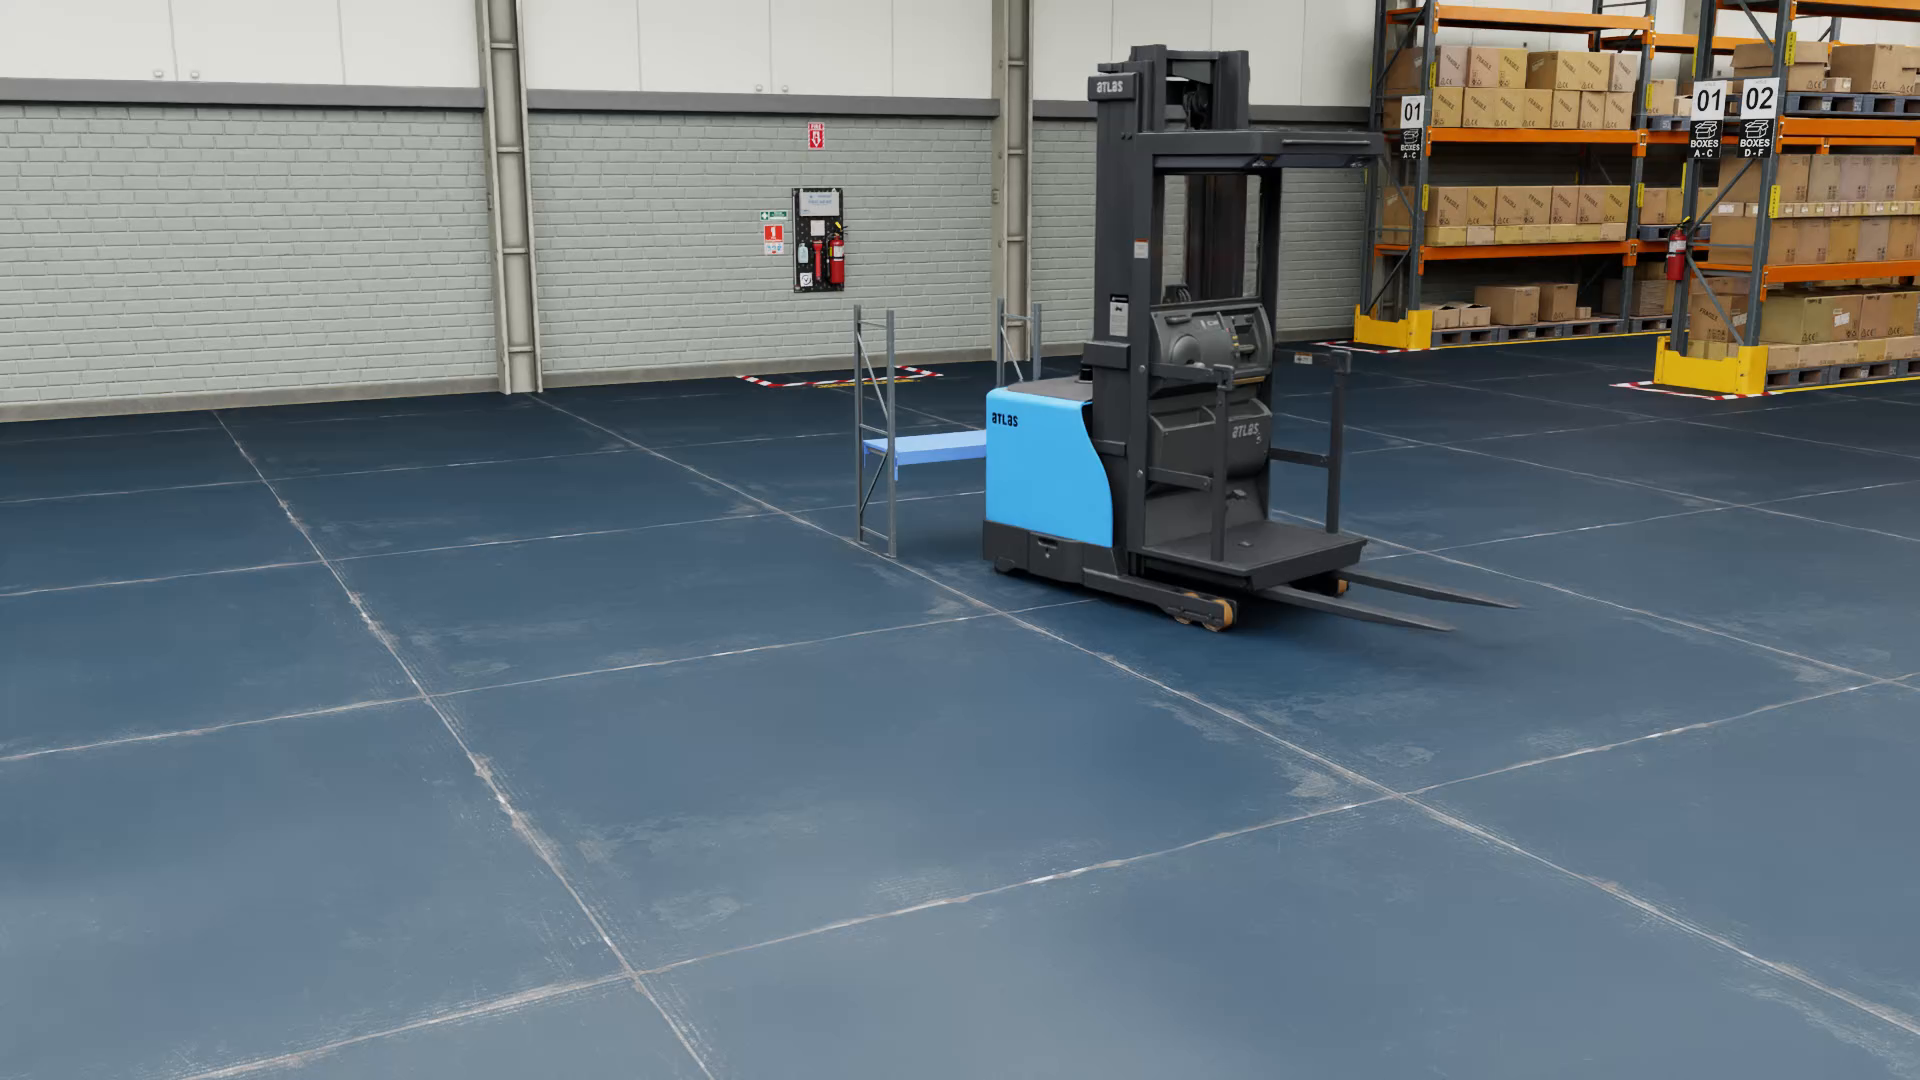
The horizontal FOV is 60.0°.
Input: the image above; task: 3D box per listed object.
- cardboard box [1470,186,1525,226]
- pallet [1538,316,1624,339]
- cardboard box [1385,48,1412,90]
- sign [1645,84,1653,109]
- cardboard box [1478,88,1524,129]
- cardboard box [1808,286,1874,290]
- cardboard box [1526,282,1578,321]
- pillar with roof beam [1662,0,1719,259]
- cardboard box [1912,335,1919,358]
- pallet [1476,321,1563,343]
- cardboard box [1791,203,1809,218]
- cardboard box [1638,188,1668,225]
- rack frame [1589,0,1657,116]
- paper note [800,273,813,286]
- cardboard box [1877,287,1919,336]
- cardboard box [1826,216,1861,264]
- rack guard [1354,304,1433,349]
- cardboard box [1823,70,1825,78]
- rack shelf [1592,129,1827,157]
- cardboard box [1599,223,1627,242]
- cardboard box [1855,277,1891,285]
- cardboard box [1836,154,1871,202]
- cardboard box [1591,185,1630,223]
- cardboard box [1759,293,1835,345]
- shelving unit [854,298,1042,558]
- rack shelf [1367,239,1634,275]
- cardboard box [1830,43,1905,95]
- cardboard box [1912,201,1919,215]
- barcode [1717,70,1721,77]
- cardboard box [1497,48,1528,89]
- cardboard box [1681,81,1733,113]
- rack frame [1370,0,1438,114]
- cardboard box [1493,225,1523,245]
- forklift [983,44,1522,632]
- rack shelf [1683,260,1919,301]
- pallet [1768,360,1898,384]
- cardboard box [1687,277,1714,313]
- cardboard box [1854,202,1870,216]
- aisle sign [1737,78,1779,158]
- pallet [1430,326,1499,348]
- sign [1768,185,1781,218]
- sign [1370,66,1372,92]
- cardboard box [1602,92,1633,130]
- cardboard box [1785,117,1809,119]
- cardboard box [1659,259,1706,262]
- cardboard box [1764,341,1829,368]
[{"bbox_3d":[7.143,-4.457,22.169,0.500,0.500,0.500,-7,15,-30],"label":"cardboard box"},{"bbox_3d":[8.624,-3.042,23.645,1.213,0.211,1.003,-7,14,-28],"label":"pallet"},{"bbox_3d":[5.938,-6.164,21.786,0.500,0.500,0.500,-6,14,-25],"label":"cardboard box"},{"bbox_3d":[9.463,-6.092,22.836,0.005,0.325,0.100,-7,14,-28],"label":"sign"},{"bbox_3d":[7.041,-5.673,21.879,0.500,0.500,0.500,-6,14,-25],"label":"cardboard box"},{"bbox_3d":[10.138,-2.661,19.200,0.500,0.500,0.500,-7,14,-28],"label":"cardboard box"},{"bbox_3d":[8.304,-3.358,23.390,0.500,0.500,0.500,-8,15,-32],"label":"cardboard box"},{"bbox_3d":[13.214,-7.028,21.341,0.400,9.000,9.100,-7,14,-28],"label":"pillar with roof beam"},{"bbox_3d":[10.827,-2.247,19.069,0.500,0.250,0.500,-7,14,-28],"label":"cardboard box"},{"bbox_3d":[7.551,-2.913,23.071,1.213,0.211,1.003,-7,14,-28],"label":"pallet"},{"bbox_3d":[8.740,-3.498,17.615,0.250,0.149,0.380,-7,15,-29],"label":"cardboard box"},{"bbox_3d":[9.659,-4.790,23.832,0.500,0.500,0.700,-7,14,-28],"label":"cardboard box"},{"bbox_3d":[9.196,-7.407,23.024,0.127,3.000,1.000,-7,14,-28],"label":"rack frame"},{"bbox_3d":[-1.757,-2.980,19.027,0.142,0.148,0.016,-7,14,-28],"label":"paper note"},{"bbox_3d":[10.826,-2.614,18.988,0.500,0.500,0.500,-7,14,-28],"label":"cardboard box"},{"bbox_3d":[9.375,-3.307,18.246,0.500,0.500,0.700,-7,14,-27],"label":"cardboard box"},{"bbox_3d":[5.752,-2.847,22.123,0.348,0.500,1.175,-7,14,-28],"label":"rack guard"},{"bbox_3d":[8.946,-4.940,17.963,0.500,0.250,0.500,-7,14,-28],"label":"cardboard box"},{"bbox_3d":[10.952,-5.803,24.367,4.000,0.370,1.077,-7,14,-28],"label":"rack shelf"},{"bbox_3d":[8.926,-4.308,23.216,0.500,0.250,0.500,-7,14,-28],"label":"cardboard box"},{"bbox_3d":[14.187,-4.200,26.378,0.750,0.750,0.750,-7,14,-28],"label":"cardboard box"},{"bbox_3d":[9.425,-3.948,18.138,0.500,0.500,0.700,-7,14,-28],"label":"cardboard box"},{"bbox_3d":[8.929,-4.673,23.129,0.500,0.500,0.500,-7,14,-28],"label":"cardboard box"},{"bbox_3d":[9.077,-2.400,18.042,0.500,0.500,0.500,-7,14,-28],"label":"cardboard box"},{"bbox_3d":[-0.075,-0.723,10.405,1.048,1.500,0.538,-7,14,-28],"label":"shelving unit"},{"bbox_3d":[7.441,-3.918,22.827,4.000,0.370,1.077,-7,14,-28],"label":"rack shelf"},{"bbox_3d":[9.651,-5.012,17.713,0.500,0.500,0.500,-7,14,-28],"label":"cardboard box"},{"bbox_3d":[10.543,-3.714,18.576,0.250,0.149,0.380,-7,14,-28],"label":"cardboard box"},{"bbox_3d":[8.096,-4.976,17.734,0.075,0.075,0.001,-7,14,-28],"label":"barcode"},{"bbox_3d":[7.049,-6.162,21.773,0.500,0.500,0.500,-6,14,-26],"label":"cardboard box"},{"bbox_3d":[10.797,-6.369,24.060,0.500,0.500,0.500,-7,15,-30],"label":"cardboard box"},{"bbox_3d":[5.685,-6.986,21.154,0.127,3.000,1.000,-7,14,-28],"label":"rack frame"},{"bbox_3d":[7.165,-4.096,22.272,0.500,0.250,0.500,-7,15,-29],"label":"cardboard box"},{"bbox_3d":[1.499,-1.087,8.764,1.130,2.935,3.031,-11,17,-41],"label":"forklift"},{"bbox_3d":[9.817,-2.964,18.587,4.000,0.370,1.077,-7,14,-28],"label":"rack shelf"},{"bbox_3d":[9.783,-1.960,18.839,1.213,0.211,1.003,-7,14,-28],"label":"pallet"},{"bbox_3d":[10.731,-3.665,24.756,0.500,0.500,0.700,-7,14,-27],"label":"cardboard box"},{"bbox_3d":[9.639,-3.606,18.093,0.250,0.149,0.380,-7,14,-29],"label":"cardboard box"},{"bbox_3d":[8.151,-4.307,16.994,0.004,0.787,0.394,-7,14,-28],"label":"aisle sign"},{"bbox_3d":[6.482,-2.785,22.504,1.213,0.211,1.003,-7,14,-28],"label":"pallet"},{"bbox_3d":[8.323,-3.458,16.991,0.005,0.325,0.100,-7,14,-28],"label":"sign"},{"bbox_3d":[5.437,-6.063,21.871,0.005,0.325,0.100,-7,14,-28],"label":"sign"},{"bbox_3d":[8.869,-5.901,22.891,0.500,0.500,0.500,-6,14,-26],"label":"cardboard box"},{"bbox_3d":[12.204,-6.202,24.663,0.500,0.311,0.500,-7,14,-28],"label":"cardboard box"},{"bbox_3d":[10.674,-4.024,24.640,0.500,0.250,0.500,-7,15,-29],"label":"cardboard box"},{"bbox_3d":[9.076,-2.035,18.126,0.500,0.250,0.500,-7,14,-28],"label":"cardboard box"}]
